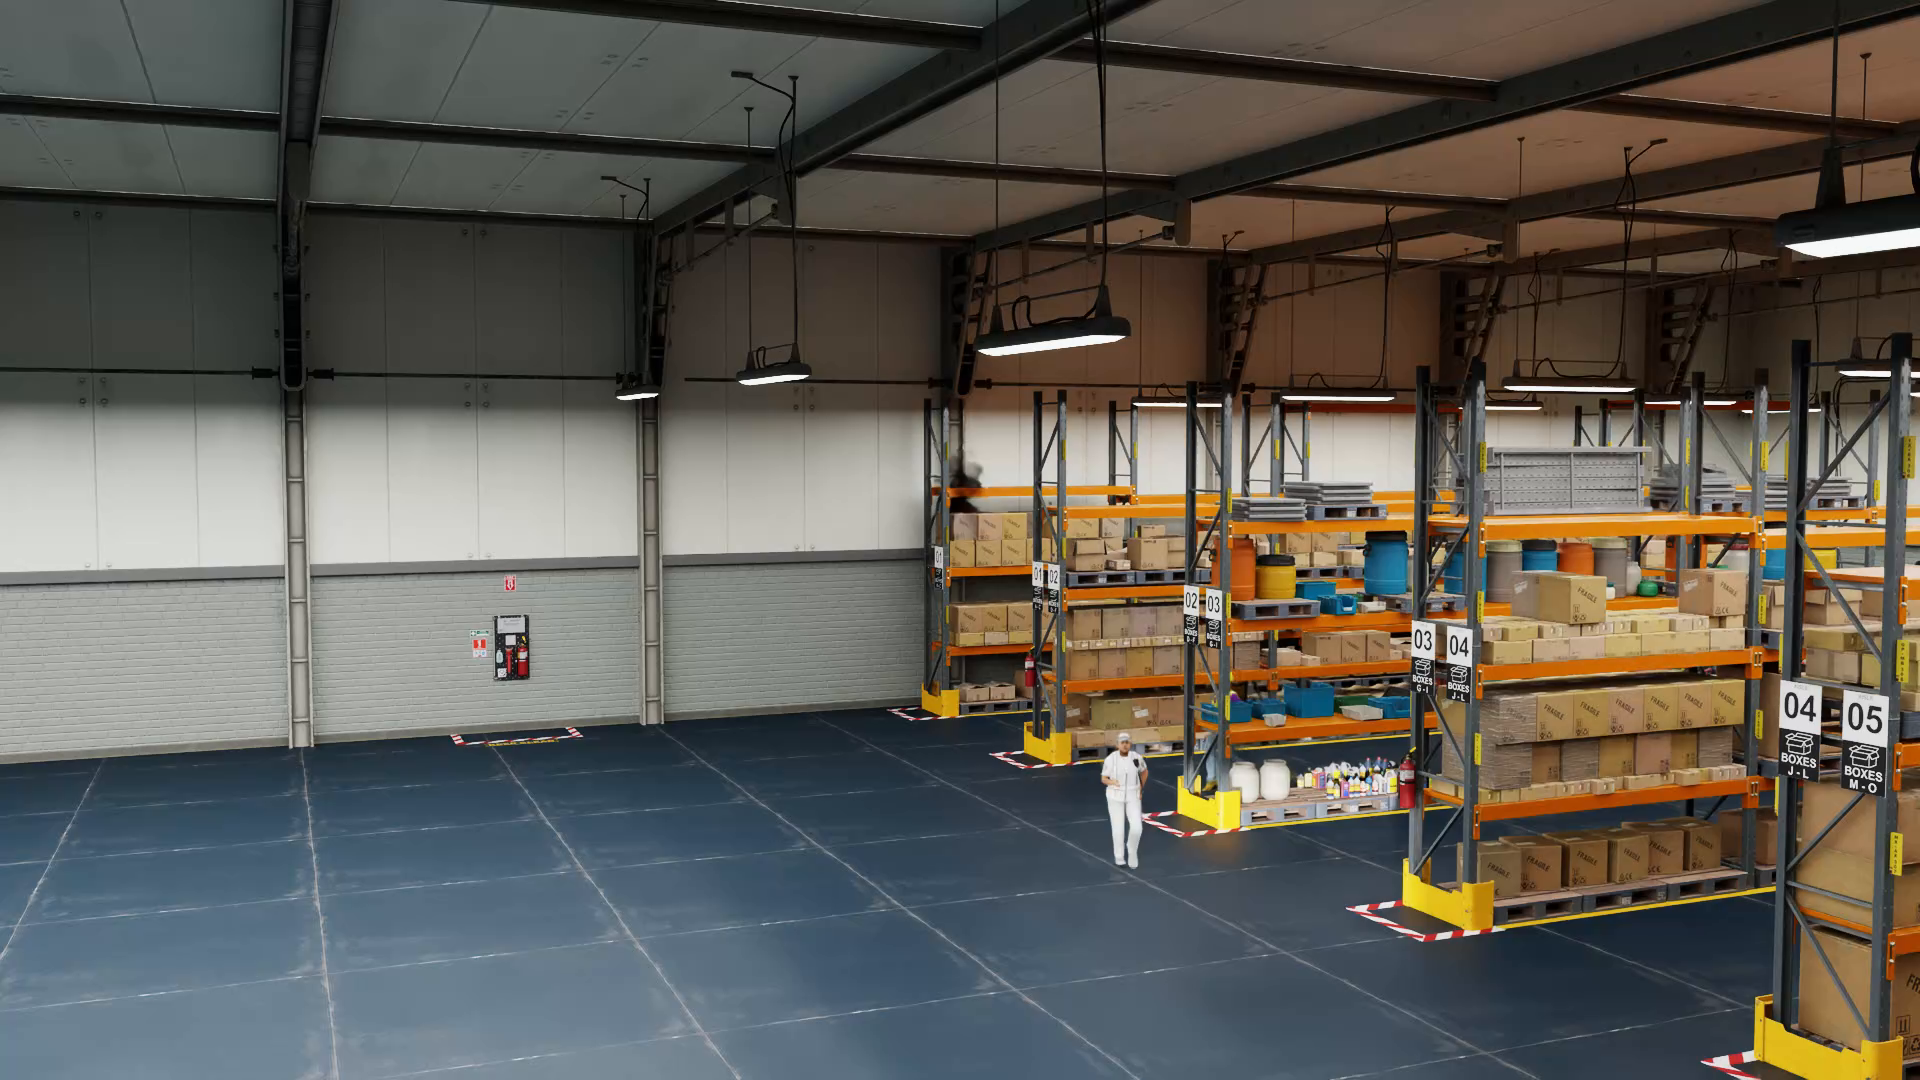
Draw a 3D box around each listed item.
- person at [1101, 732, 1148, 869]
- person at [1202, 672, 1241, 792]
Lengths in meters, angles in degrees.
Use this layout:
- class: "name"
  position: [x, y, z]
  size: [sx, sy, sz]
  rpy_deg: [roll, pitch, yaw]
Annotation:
- class: "person"
  position: [2.005, 3.161, 20.111]
  size: [0.587, 1.660, 0.610]
  rpy_deg: [0, 3, 0]
- class: "person"
  position: [3.909, 2.838, 24.596]
  size: [0.754, 1.826, 0.680]
  rpy_deg: [-2, 4, -25]
